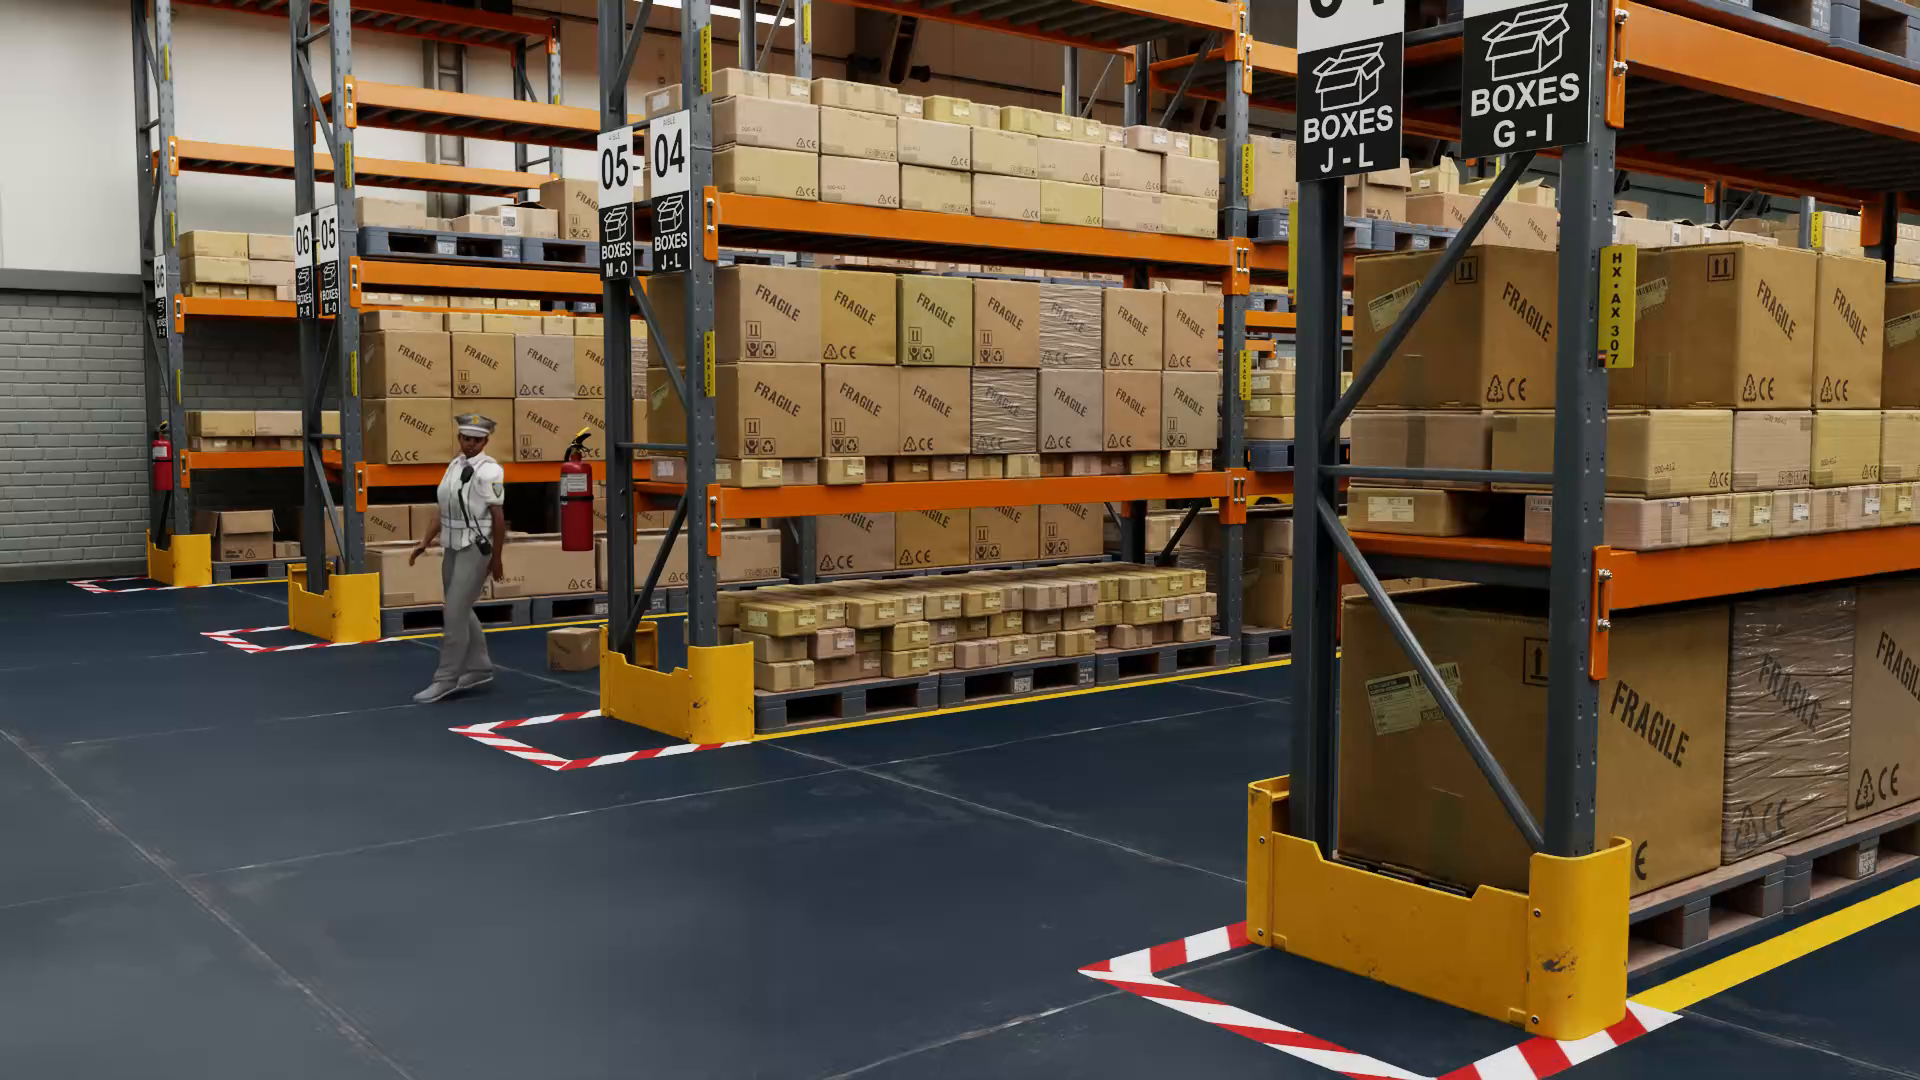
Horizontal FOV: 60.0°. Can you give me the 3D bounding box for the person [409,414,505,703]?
[{"bbox_3d":[-2.980,0.103,9.841,0.469,1.694,0.563,4,6,42],"label":"person"}]
